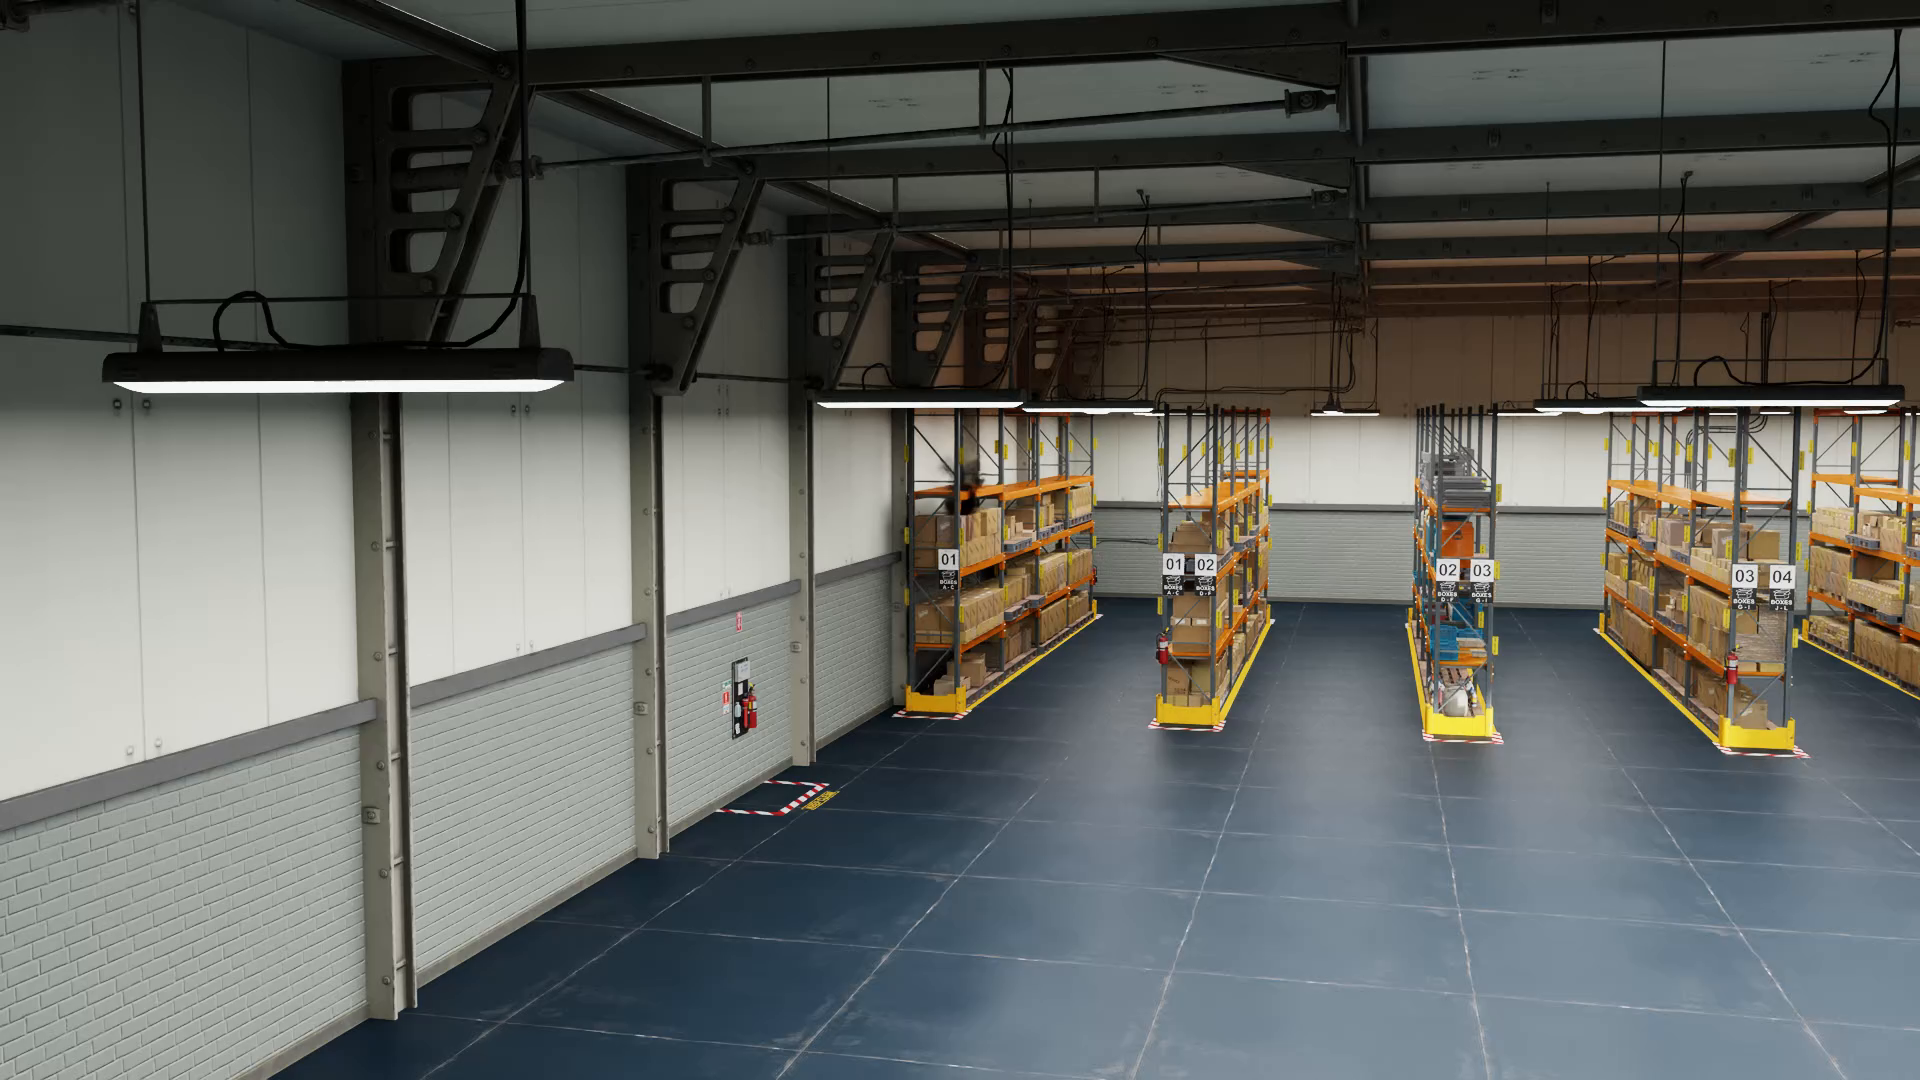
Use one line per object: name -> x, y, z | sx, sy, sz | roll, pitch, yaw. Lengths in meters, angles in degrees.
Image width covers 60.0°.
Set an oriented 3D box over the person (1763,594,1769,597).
person -> 21.254, 1.660, 44.419 | 0.919, 1.653, 0.814 | 0, 4, 0
